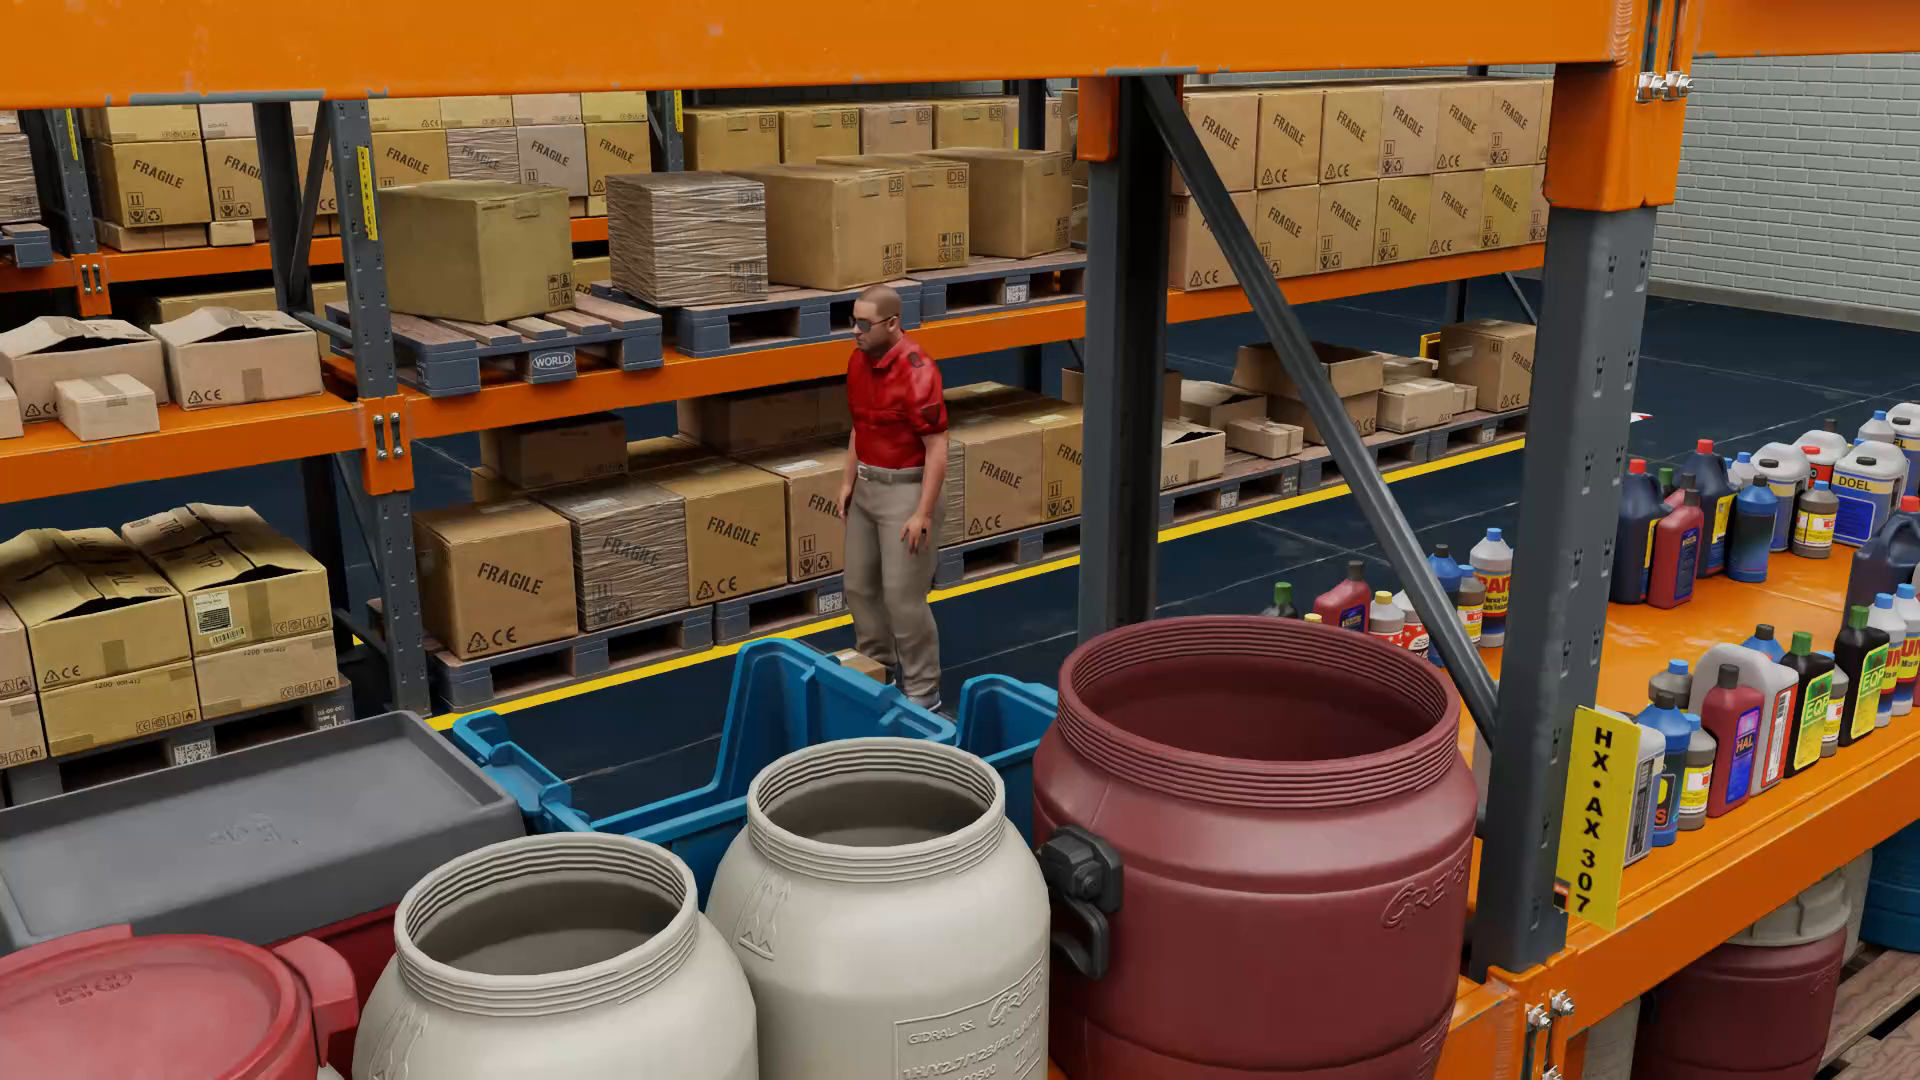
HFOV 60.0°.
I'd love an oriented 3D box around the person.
[{"bbox_3d":[-0.275,-0.147,6.535,0.393,1.727,0.586,-13,22,-35],"label":"person"}]
